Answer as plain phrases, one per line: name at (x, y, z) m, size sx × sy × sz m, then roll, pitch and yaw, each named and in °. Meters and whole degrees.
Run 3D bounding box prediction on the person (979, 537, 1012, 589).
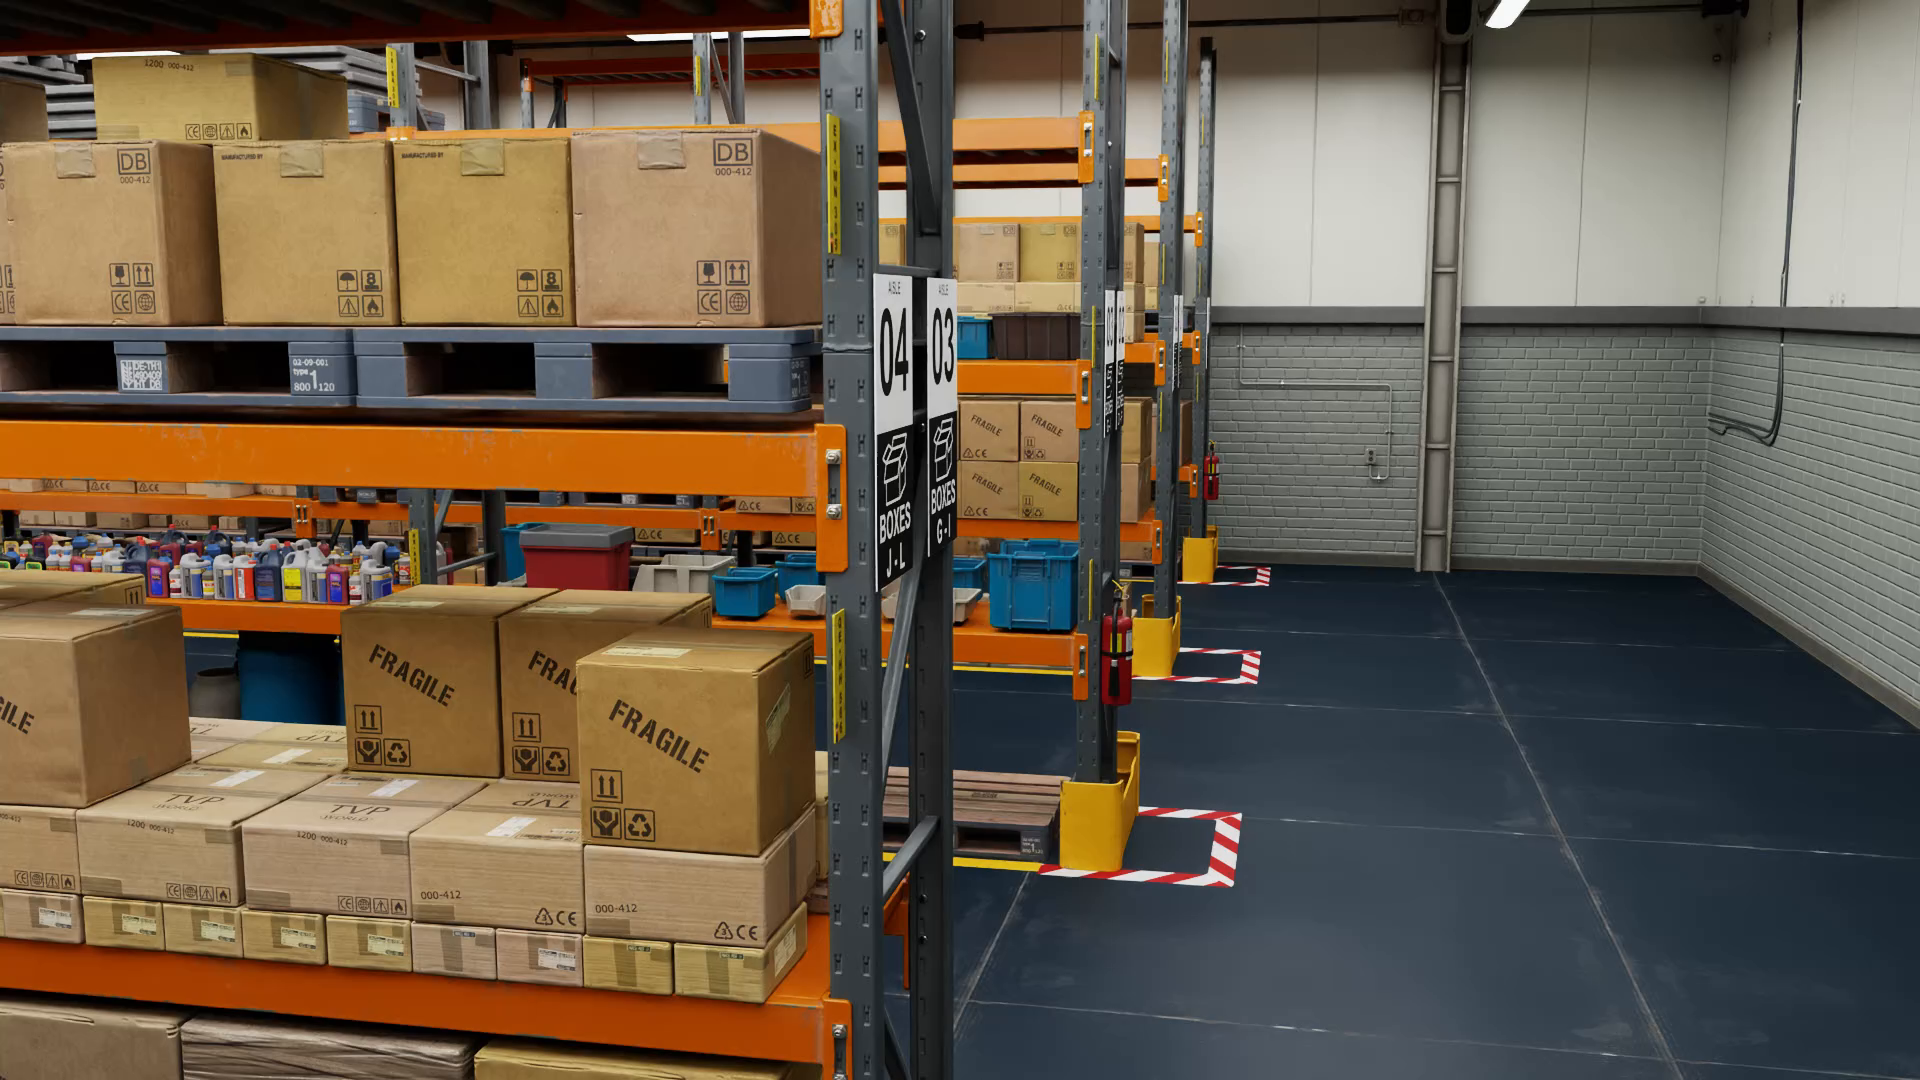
person at (0.306, -0.048, 16.610) m, size 0.535 × 1.670 × 0.534 m, roll 6°, pitch 10°, yaw 37°
